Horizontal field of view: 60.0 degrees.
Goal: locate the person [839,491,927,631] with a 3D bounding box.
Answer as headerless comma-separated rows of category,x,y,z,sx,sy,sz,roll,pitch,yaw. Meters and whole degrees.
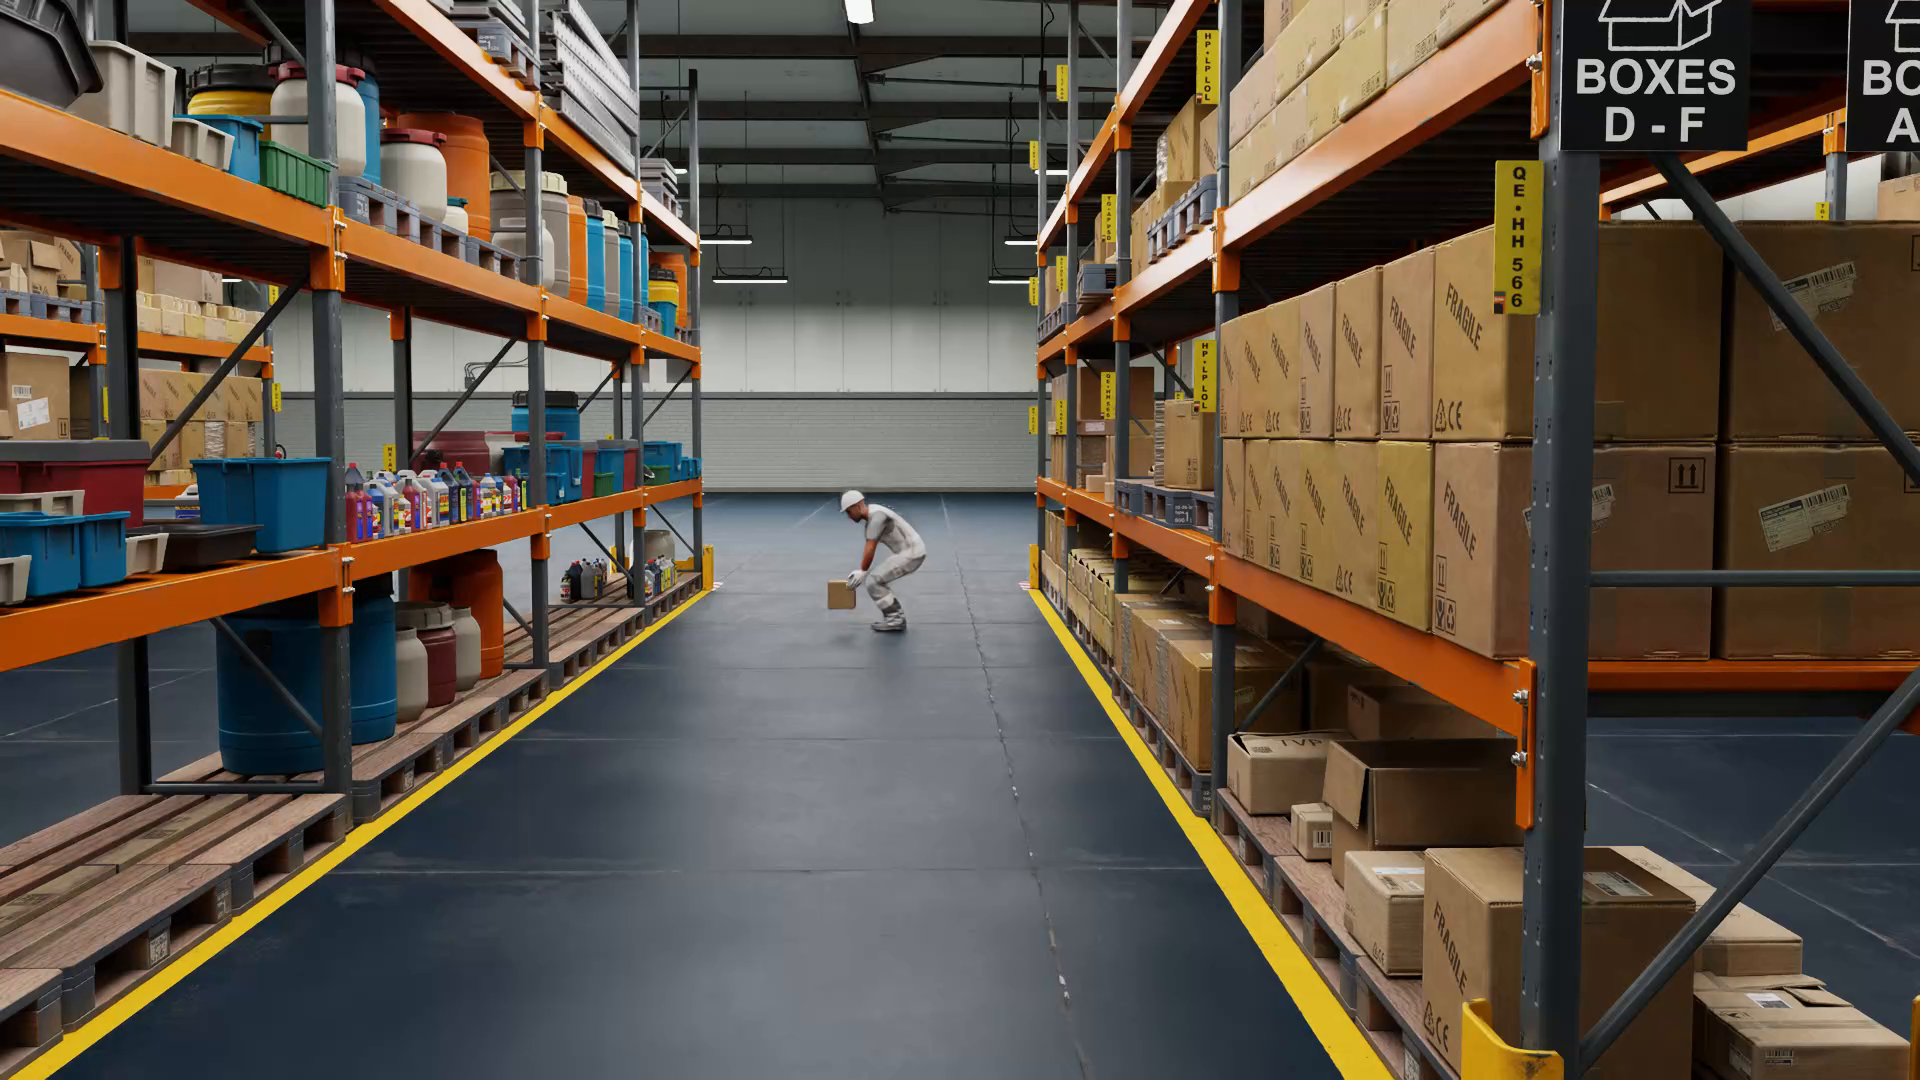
person,-0.712,0.189,15.409,0.816,1.295,0.584,0,4,-1
